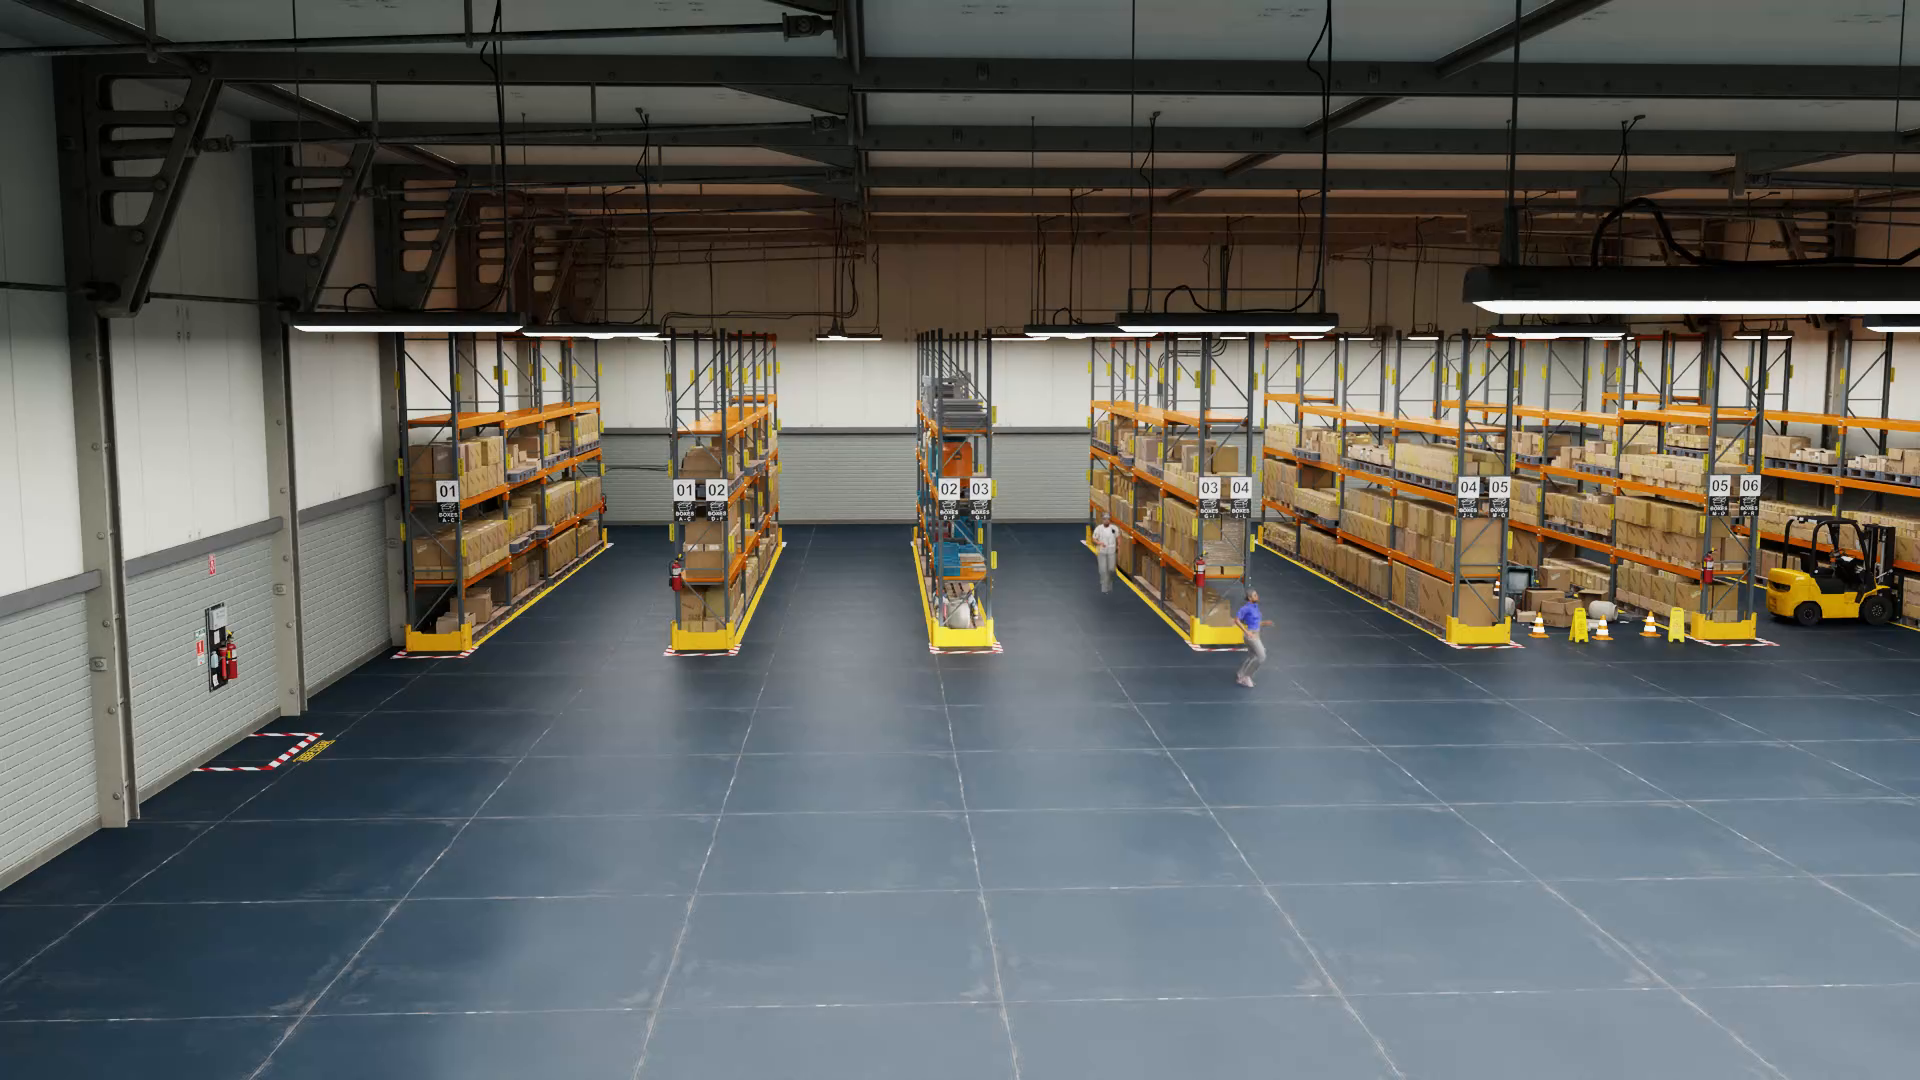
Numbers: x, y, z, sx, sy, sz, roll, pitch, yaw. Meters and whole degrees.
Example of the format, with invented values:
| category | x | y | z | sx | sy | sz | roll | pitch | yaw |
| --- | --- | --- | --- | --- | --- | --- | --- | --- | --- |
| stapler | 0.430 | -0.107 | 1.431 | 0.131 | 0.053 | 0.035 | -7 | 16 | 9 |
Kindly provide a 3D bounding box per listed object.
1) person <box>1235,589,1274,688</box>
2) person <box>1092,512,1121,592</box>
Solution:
| category | x | y | z | sx | sy | sz | roll | pitch | yaw |
| --- | --- | --- | --- | --- | --- | --- | --- | --- | --- |
| person | 4.922 | 1.650 | 27.754 | 0.607 | 1.649 | 0.547 | 3 | 7 | 26 |
| person | 3.229 | 0.279 | 36.442 | 0.652 | 1.780 | 0.602 | 0 | 7 | -1 |
